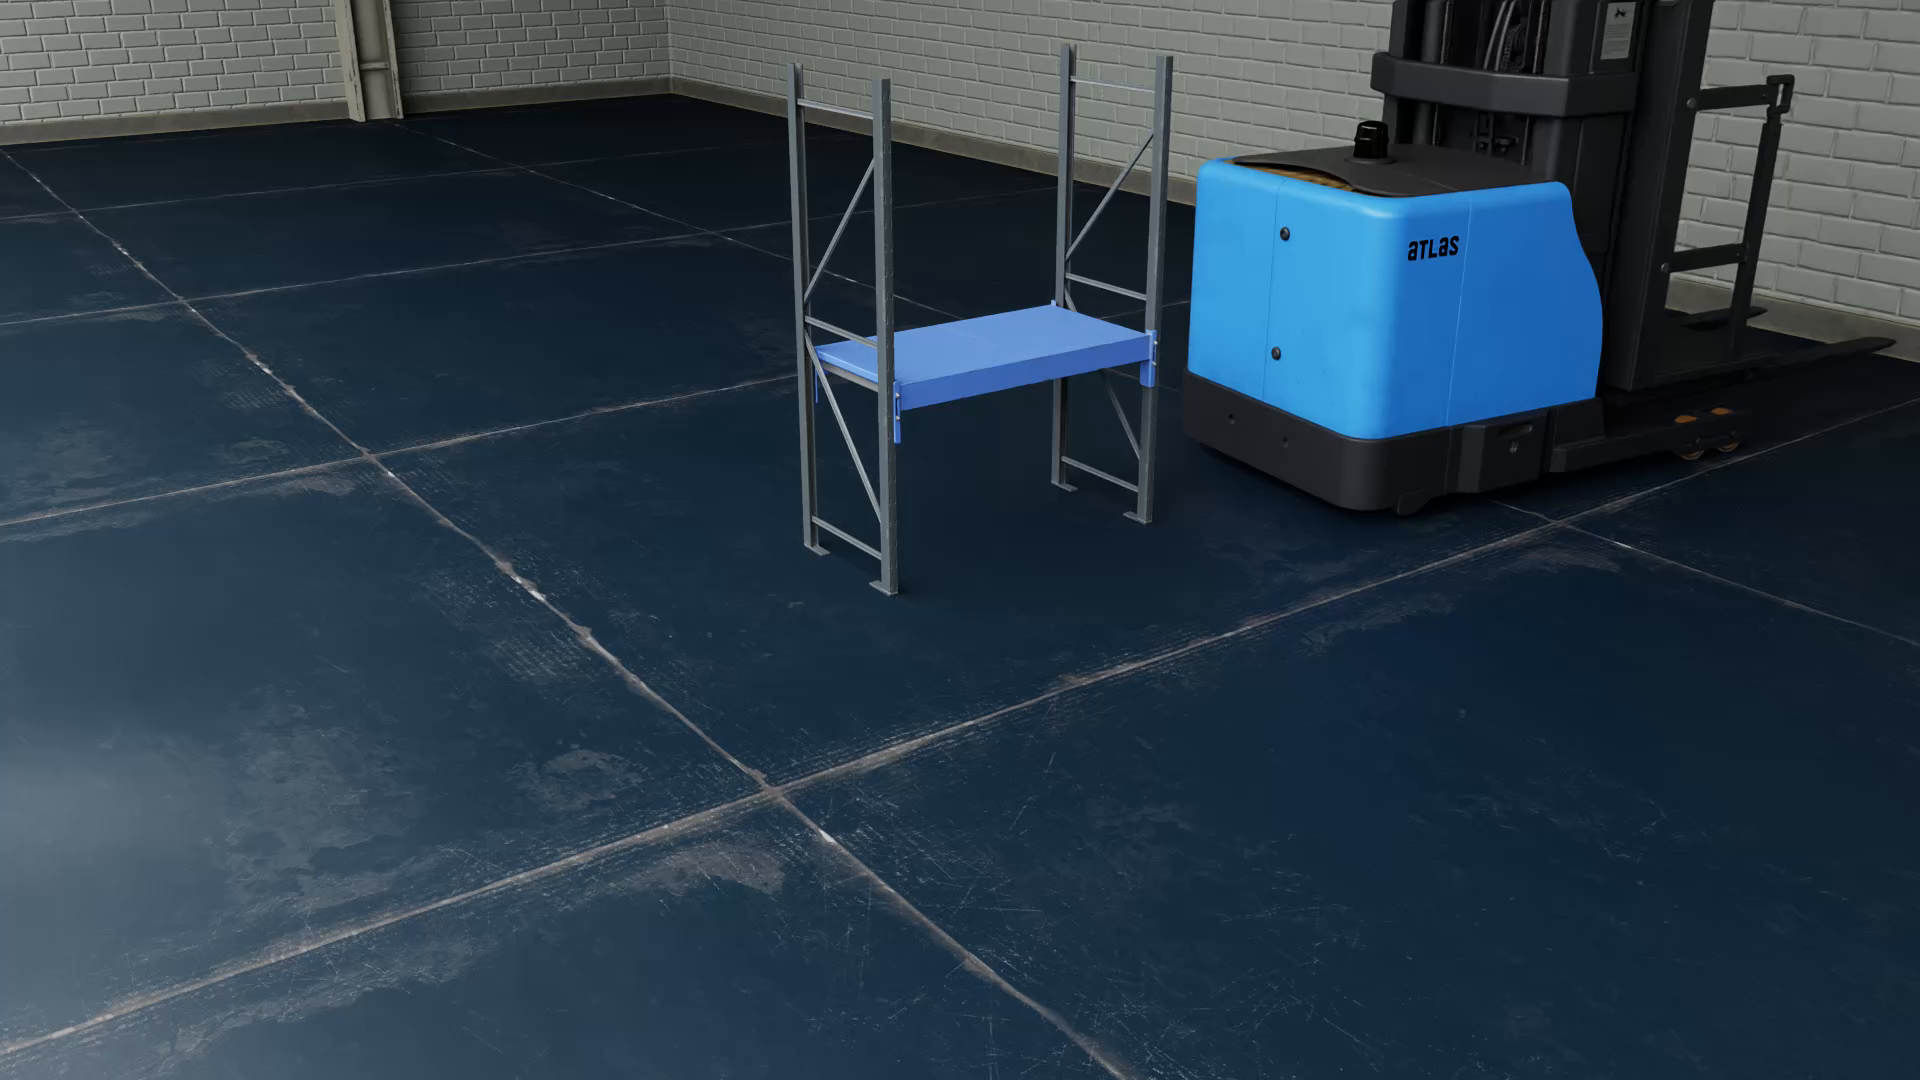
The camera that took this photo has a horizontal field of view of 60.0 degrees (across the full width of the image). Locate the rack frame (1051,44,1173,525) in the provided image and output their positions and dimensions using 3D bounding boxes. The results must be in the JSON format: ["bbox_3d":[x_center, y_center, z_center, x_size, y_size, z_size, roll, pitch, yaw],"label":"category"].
[{"bbox_3d":[0.482,-0.825,5.440,0.032,1.500,0.500,-15,26,-33],"label":"rack frame"}]

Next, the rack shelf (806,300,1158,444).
[{"bbox_3d":[0.069,-0.548,5.231,1.000,0.185,0.538,-15,26,-33],"label":"rack shelf"}]

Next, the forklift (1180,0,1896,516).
[{"bbox_3d":[2.368,-1.814,5.987,3.031,2.935,1.130,-11,24,-26],"label":"forklift"}]

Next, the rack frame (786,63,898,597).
[{"bbox_3d":[-0.343,-0.605,4.889,0.032,1.500,0.500,-15,26,-33],"label":"rack frame"}]

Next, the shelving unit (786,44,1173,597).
[{"bbox_3d":[0.069,-0.715,5.165,1.048,1.500,0.538,-15,26,-33],"label":"shelving unit"}]

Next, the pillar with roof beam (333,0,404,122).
[{"bbox_3d":[-2.689,-6.648,9.915,0.400,9.000,9.100,-15,26,-33],"label":"pillar with roof beam"}]
